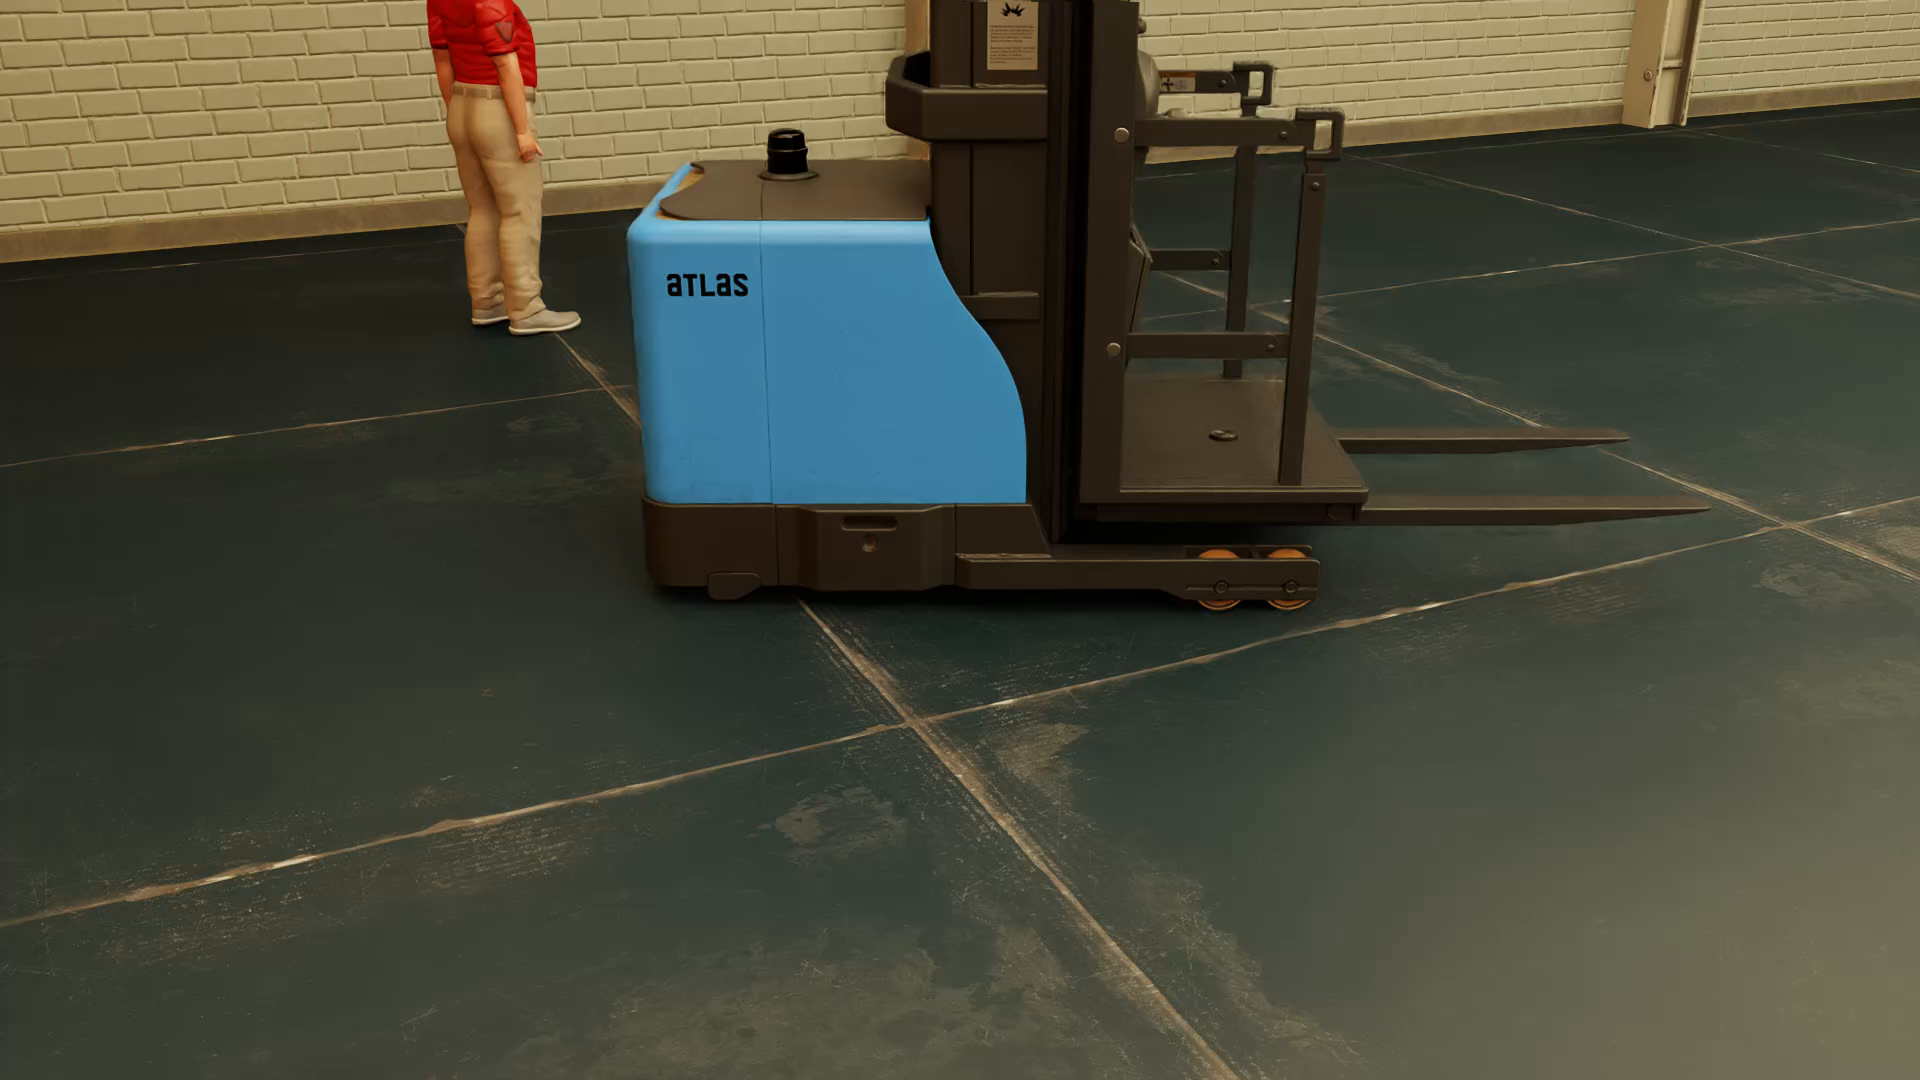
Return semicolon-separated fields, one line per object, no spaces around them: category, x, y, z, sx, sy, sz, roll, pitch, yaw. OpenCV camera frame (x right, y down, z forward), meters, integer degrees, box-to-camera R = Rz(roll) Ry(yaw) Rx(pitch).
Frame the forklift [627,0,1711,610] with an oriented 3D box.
forklift;0.629;-1.363;4.567;3.031;2.935;1.130;0;23;0

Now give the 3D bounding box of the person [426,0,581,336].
person;-1.967;-1.759;7.090;0.532;1.730;0.369;19;29;38
